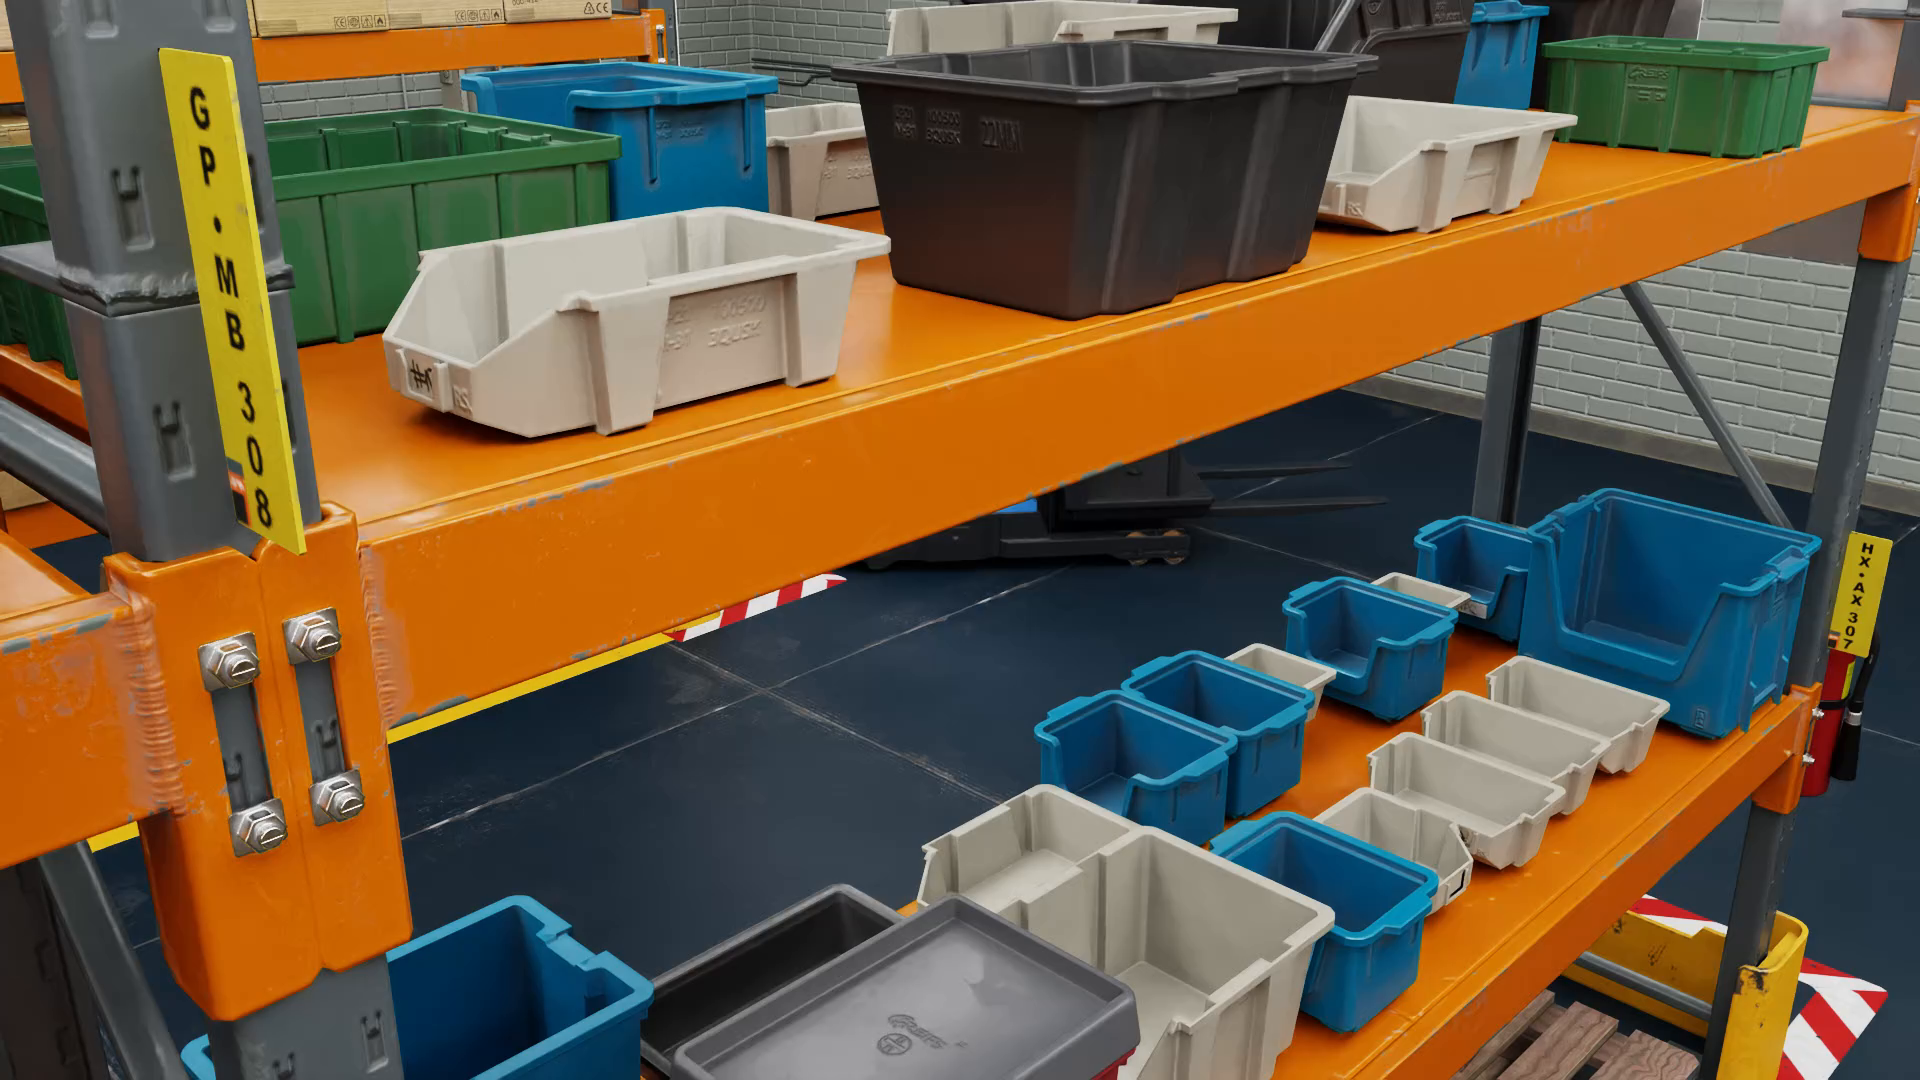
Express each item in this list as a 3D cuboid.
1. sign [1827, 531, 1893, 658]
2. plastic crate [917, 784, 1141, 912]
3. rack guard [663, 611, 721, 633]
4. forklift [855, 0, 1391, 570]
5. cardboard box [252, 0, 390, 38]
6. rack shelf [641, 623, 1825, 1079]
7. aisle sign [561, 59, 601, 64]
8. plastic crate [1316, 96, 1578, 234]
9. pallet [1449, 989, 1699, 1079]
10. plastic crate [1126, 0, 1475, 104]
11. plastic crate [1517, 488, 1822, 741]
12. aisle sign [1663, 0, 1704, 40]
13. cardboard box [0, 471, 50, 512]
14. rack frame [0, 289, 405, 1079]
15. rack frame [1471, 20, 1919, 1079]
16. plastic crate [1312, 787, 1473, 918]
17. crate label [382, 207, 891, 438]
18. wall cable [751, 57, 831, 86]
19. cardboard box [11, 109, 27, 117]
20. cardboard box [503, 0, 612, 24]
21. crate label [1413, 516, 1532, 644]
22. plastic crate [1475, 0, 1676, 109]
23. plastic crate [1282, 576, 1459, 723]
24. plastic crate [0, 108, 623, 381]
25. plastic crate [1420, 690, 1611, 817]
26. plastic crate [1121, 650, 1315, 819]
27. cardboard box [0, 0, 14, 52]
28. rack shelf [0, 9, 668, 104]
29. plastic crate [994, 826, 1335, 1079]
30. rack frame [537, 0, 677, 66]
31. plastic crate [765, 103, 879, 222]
[{"bbox_3d":[2.323,0.142,4.297,0.100,0.325,0.005,19,28,41],"label":"sign"},{"bbox_3d":[0.127,0.685,3.395,0.293,0.136,0.466,19,28,41],"label":"plastic crate"},{"bbox_3d":[-1.682,0.030,8.299,1.175,0.500,0.348,19,28,41],"label":"rack guard"},{"bbox_3d":[0.790,-1.426,8.701,3.031,2.935,1.130,-2,21,-6],"label":"forklift"},{"bbox_3d":[-2.494,-2.031,6.205,0.500,0.250,0.500,19,28,41],"label":"cardboard box"},{"bbox_3d":[0.523,0.934,3.465,1.077,0.370,4.000,19,28,41],"label":"rack shelf"},{"bbox_3d":[-1.791,-2.461,7.672,0.394,0.787,0.004,19,28,41],"label":"aisle sign"},{"bbox_3d":[0.654,-0.599,2.639,0.437,0.136,0.530,19,28,41],"label":"plastic crate"},{"bbox_3d":[1.315,1.588,4.648,1.003,0.211,1.213,19,28,41],"label":"pallet"},{"bbox_3d":[0.655,-0.963,3.304,0.504,0.338,0.767,19,28,41],"label":"plastic crate"},{"bbox_3d":[1.818,0.173,4.311,0.616,0.435,0.499,19,28,41],"label":"plastic crate"},{"bbox_3d":[1.755,-1.222,4.449,0.394,0.787,0.004,19,28,41],"label":"aisle sign"},{"bbox_3d":[-3.513,-0.370,5.716,0.500,0.500,0.500,-20,28,-41],"label":"cardboard box"},{"bbox_3d":[-0.873,1.113,1.998,1.000,3.000,0.127,19,28,41],"label":"rack frame"},{"bbox_3d":[1.918,0.085,4.674,1.000,3.000,0.127,19,28,41],"label":"rack frame"},{"bbox_3d":[0.896,0.664,3.450,0.298,0.136,0.250,19,28,41],"label":"plastic crate"},{"bbox_3d":[-0.324,-0.218,1.647,0.293,0.136,0.466,19,28,41],"label":"crate label"},{"bbox_3d":[-0.979,-5.110,14.155,3.097,2.526,0.112,19,28,41],"label":"wall cable"},{"bbox_3d":[-5.529,-2.401,10.723,0.700,0.700,0.980,-19,28,-40],"label":"cardboard box"},{"bbox_3d":[-1.798,-2.288,6.875,0.500,0.250,0.500,19,28,41],"label":"cardboard box"},{"bbox_3d":[1.510,0.116,4.742,0.416,0.233,0.303,19,28,41],"label":"crate label"},{"bbox_3d":[1.450,-1.225,4.083,0.497,0.269,0.590,19,28,41],"label":"plastic crate"},{"bbox_3d":[1.051,0.285,4.302,0.416,0.233,0.300,19,28,41],"label":"plastic crate"},{"bbox_3d":[-0.794,-0.373,1.978,0.450,0.188,0.662,19,28,41],"label":"plastic crate"},{"bbox_3d":[1.266,0.505,3.862,0.396,0.136,0.243,19,28,41],"label":"plastic crate"},{"bbox_3d":[0.591,0.454,3.862,0.416,0.233,0.300,19,28,41],"label":"plastic crate"},{"bbox_3d":[-3.201,-1.777,5.544,0.500,0.250,0.500,19,28,41],"label":"cardboard box"},{"bbox_3d":[-3.024,-1.706,6.155,1.077,0.370,4.000,19,28,41],"label":"rack shelf"},{"bbox_3d":[0.325,0.794,2.910,0.437,0.282,0.530,19,28,41],"label":"plastic crate"},{"bbox_3d":[-1.629,-1.156,7.902,1.000,3.000,0.127,19,28,41],"label":"rack frame"},{"bbox_3d":[-0.258,-0.586,2.606,0.293,0.136,0.466,19,28,41],"label":"plastic crate"}]
